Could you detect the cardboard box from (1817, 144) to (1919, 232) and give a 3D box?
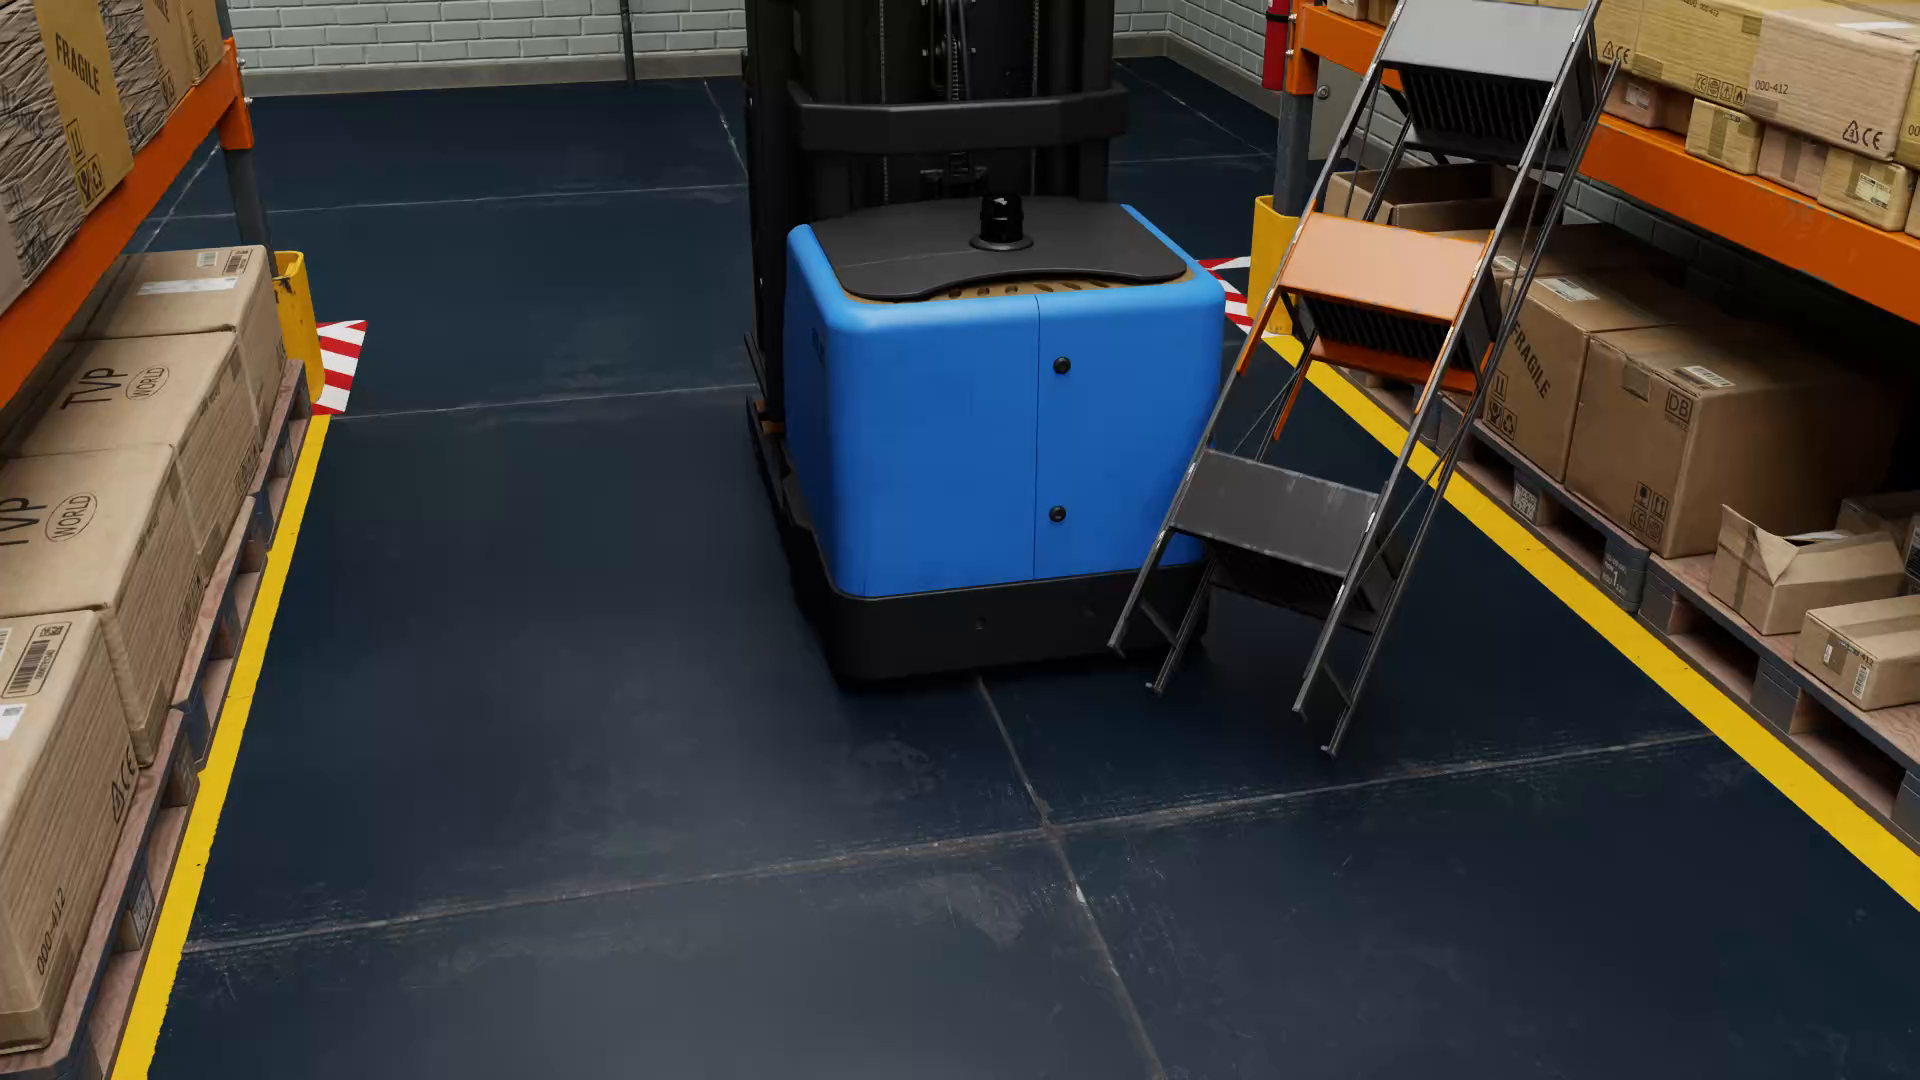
[{"bbox_3d":[2.238,-0.827,3.838,0.380,0.149,0.250,-5,27,-10],"label":"cardboard box"}]

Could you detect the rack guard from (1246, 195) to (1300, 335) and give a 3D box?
[{"bbox_3d":[1.833,-1.207,7.087,1.175,0.500,0.348,-6,27,-12],"label":"rack guard"}]

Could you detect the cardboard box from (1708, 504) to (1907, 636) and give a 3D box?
[{"bbox_3d":[2.226,0.061,4.369,0.396,0.266,0.258,-5,27,-10],"label":"cardboard box"}]

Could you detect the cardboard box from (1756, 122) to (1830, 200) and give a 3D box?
[{"bbox_3d":[2.205,-0.945,4.071,0.380,0.149,0.250,-5,27,-10],"label":"cardboard box"}]

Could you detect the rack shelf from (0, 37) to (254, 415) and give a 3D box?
[{"bbox_3d":[-2.568,-0.652,4.011,1.077,0.370,4.000,-6,27,-12],"label":"rack shelf"}]

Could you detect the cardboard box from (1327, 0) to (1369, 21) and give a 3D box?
[{"bbox_3d":[1.623,-2.072,6.306,0.380,0.149,0.250,-6,27,-12],"label":"cardboard box"}]

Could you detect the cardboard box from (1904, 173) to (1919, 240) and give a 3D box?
[{"bbox_3d":[2.320,-0.715,3.617,0.380,0.149,0.250,-5,27,-10],"label":"cardboard box"}]

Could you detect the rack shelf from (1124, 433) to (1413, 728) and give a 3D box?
[{"bbox_3d":[0.782,0.105,4.143,0.480,0.431,0.518,18,76,31],"label":"rack shelf"}]

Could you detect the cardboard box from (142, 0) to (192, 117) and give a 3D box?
[{"bbox_3d":[-2.554,-1.489,4.760,0.500,0.500,0.500,-7,28,-13],"label":"cardboard box"}]

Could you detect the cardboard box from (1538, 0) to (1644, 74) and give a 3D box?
[{"bbox_3d":[2.023,-1.530,4.789,0.500,0.250,0.500,-7,28,-13],"label":"cardboard box"}]

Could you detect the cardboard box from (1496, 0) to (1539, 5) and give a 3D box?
[{"bbox_3d":[1.887,-1.753,5.230,0.500,0.250,0.500,-6,27,-13],"label":"cardboard box"}]

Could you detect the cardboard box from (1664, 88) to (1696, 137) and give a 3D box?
[{"bbox_3d":[2.171,-1.179,4.535,0.380,0.149,0.250,-6,27,-11],"label":"cardboard box"}]

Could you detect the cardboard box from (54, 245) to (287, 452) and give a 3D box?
[{"bbox_3d":[-2.773,-0.615,5.517,0.875,0.438,0.875,-7,28,-13],"label":"cardboard box"}]

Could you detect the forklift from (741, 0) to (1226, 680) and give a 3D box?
[{"bbox_3d":[-0.139,-1.585,5.138,1.130,2.935,3.031,-6,27,-11],"label":"forklift"}]

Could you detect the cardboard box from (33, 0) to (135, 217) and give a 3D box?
[{"bbox_3d":[-2.299,-1.039,3.868,0.500,0.500,0.500,-5,27,-10],"label":"cardboard box"}]

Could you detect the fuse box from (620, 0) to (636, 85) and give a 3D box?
[{"bbox_3d":[-2.233,-3.898,11.074,0.539,1.711,0.414,-6,27,-12],"label":"fuse box"}]

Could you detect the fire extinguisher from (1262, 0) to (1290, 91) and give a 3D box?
[{"bbox_3d":[1.333,-2.173,6.727,0.296,0.674,0.183,-6,27,-12],"label":"fire extinguisher"}]

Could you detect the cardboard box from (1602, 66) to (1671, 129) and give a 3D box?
[{"bbox_3d":[2.070,-1.282,4.740,0.380,0.149,0.250,-6,27,-12],"label":"cardboard box"}]

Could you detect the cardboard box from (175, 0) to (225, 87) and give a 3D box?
[{"bbox_3d":[-2.652,-1.711,5.200,0.500,0.500,0.500,-6,27,-11],"label":"cardboard box"}]

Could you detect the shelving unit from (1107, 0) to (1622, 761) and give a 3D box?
[{"bbox_3d":[1.085,-0.523,4.295,0.503,0.431,2.100,18,76,31],"label":"shelving unit"}]

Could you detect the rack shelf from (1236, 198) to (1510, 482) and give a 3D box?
[{"bbox_3d":[1.079,-0.511,4.292,0.480,0.431,0.518,18,76,31],"label":"rack shelf"}]

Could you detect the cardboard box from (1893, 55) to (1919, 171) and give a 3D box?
[{"bbox_3d":[2.365,-0.865,3.472,0.500,0.250,0.500,-5,27,-10],"label":"cardboard box"}]

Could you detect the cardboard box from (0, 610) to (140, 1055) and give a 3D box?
[{"bbox_3d":[-2.154,0.575,3.160,0.875,0.438,0.875,-6,27,-12],"label":"cardboard box"}]

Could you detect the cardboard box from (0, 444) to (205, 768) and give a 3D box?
[{"bbox_3d":[-2.357,0.182,3.938,0.875,0.438,0.875,-7,28,-13],"label":"cardboard box"}]

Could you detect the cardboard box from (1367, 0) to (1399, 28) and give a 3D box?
[{"bbox_3d":[1.726,-1.965,6.094,0.380,0.149,0.250,-5,27,-10],"label":"cardboard box"}]

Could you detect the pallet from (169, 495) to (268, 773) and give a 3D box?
[{"bbox_3d":[-2.491,0.271,4.478,1.003,0.211,1.213,-6,27,-12],"label":"pallet"}]

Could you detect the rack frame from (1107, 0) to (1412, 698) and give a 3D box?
[{"bbox_3d":[0.885,-0.589,4.419,0.015,0.400,2.100,18,76,31],"label":"rack frame"}]

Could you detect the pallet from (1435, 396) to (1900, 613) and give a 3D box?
[{"bbox_3d":[2.286,-0.194,5.400,1.003,0.211,1.213,-6,27,-12],"label":"pallet"}]

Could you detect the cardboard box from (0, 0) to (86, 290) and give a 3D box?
[{"bbox_3d":[-2.183,-0.813,3.420,0.500,0.500,0.500,-6,27,-11],"label":"cardboard box"}]

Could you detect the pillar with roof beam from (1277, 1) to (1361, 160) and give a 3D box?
[{"bbox_3d":[-2.107,-5.873,6.899,9.100,9.000,0.400,-6,27,-12],"label":"pillar with roof beam"}]

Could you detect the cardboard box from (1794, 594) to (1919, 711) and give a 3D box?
[{"bbox_3d":[2.306,0.270,4.085,0.380,0.149,0.250,-7,28,-13],"label":"cardboard box"}]

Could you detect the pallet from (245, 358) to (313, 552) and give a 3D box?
[{"bbox_3d":[-2.762,-0.263,5.537,1.003,0.211,1.213,-6,27,-12],"label":"pallet"}]

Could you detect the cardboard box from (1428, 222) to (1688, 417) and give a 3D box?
[{"bbox_3d":[2.017,-0.771,5.757,0.700,0.500,0.500,-5,27,-9],"label":"cardboard box"}]

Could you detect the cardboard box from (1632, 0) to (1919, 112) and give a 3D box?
[{"bbox_3d":[2.139,-1.304,4.341,0.500,0.250,0.500,-6,27,-12],"label":"cardboard box"}]

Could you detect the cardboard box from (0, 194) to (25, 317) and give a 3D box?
[{"bbox_3d":[-2.077,-0.594,2.986,0.500,0.500,0.500,-6,27,-11],"label":"cardboard box"}]

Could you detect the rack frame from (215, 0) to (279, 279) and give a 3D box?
[{"bbox_3d":[-3.019,-1.851,5.588,1.000,3.000,0.127,-6,27,-12],"label":"rack frame"}]

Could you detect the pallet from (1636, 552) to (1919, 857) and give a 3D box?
[{"bbox_3d":[2.564,0.343,4.337,1.003,0.211,1.213,-6,27,-12],"label":"pallet"}]

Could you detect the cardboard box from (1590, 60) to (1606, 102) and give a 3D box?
[{"bbox_3d":[1.944,-1.388,4.950,0.380,0.149,0.250,-5,27,-10],"label":"cardboard box"}]

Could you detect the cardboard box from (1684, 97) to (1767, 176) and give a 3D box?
[{"bbox_3d":[2.120,-1.054,4.288,0.380,0.149,0.250,-6,27,-12],"label":"cardboard box"}]

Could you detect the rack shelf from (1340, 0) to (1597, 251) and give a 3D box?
[{"bbox_3d":[1.375,-1.128,4.441,0.480,0.431,0.518,18,76,31],"label":"rack shelf"}]

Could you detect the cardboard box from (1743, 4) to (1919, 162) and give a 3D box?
[{"bbox_3d":[2.238,-1.084,3.905,0.500,0.250,0.500,-6,27,-11],"label":"cardboard box"}]

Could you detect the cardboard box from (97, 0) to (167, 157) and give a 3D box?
[{"bbox_3d":[-2.428,-1.264,4.315,0.500,0.500,0.500,-5,27,-10],"label":"cardboard box"}]

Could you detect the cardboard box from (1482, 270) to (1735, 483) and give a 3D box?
[{"bbox_3d":[2.038,-0.529,5.277,0.500,0.500,0.500,-5,27,-11],"label":"cardboard box"}]

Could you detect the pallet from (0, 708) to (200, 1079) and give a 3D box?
[{"bbox_3d":[-2.212,0.808,3.415,1.003,0.211,1.213,-6,27,-12],"label":"pallet"}]

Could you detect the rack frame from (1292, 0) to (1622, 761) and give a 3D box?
[{"bbox_3d":[1.284,-0.457,4.170,0.015,0.400,2.100,18,76,31],"label":"rack frame"}]

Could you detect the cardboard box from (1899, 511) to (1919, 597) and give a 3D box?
[{"bbox_3d":[2.799,0.098,4.245,0.500,0.311,0.500,-5,27,-10],"label":"cardboard box"}]

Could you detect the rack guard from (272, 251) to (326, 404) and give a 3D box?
[{"bbox_3d":[-3.024,-0.746,6.173,1.175,0.500,0.348,-6,27,-12],"label":"rack guard"}]

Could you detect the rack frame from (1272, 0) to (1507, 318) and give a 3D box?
[{"bbox_3d":[1.816,-2.357,6.590,1.000,3.000,0.127,-6,27,-12],"label":"rack frame"}]

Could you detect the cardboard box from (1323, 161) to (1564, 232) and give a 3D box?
[{"bbox_3d":[1.862,-1.152,6.507,0.797,0.503,0.637,-7,28,-14],"label":"cardboard box"}]

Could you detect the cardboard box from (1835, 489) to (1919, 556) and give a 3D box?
[{"bbox_3d":[2.701,-0.020,4.658,0.380,0.149,0.250,-6,27,-12],"label":"cardboard box"}]

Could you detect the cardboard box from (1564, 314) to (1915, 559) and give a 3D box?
[{"bbox_3d":[2.251,-0.315,4.854,0.700,0.500,0.500,-7,28,-14],"label":"cardboard box"}]

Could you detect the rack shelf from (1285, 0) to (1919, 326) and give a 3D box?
[{"bbox_3d":[2.267,-1.158,5.013,1.077,0.370,4.000,-6,27,-12],"label":"rack shelf"}]

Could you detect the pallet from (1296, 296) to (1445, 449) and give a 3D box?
[{"bbox_3d":[2.014,-0.729,6.459,1.003,0.211,1.213,-6,27,-12],"label":"pallet"}]

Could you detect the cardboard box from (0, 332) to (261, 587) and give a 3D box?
[{"bbox_3d":[-2.558,-0.214,4.723,0.875,0.438,0.875,-5,27,-10],"label":"cardboard box"}]
